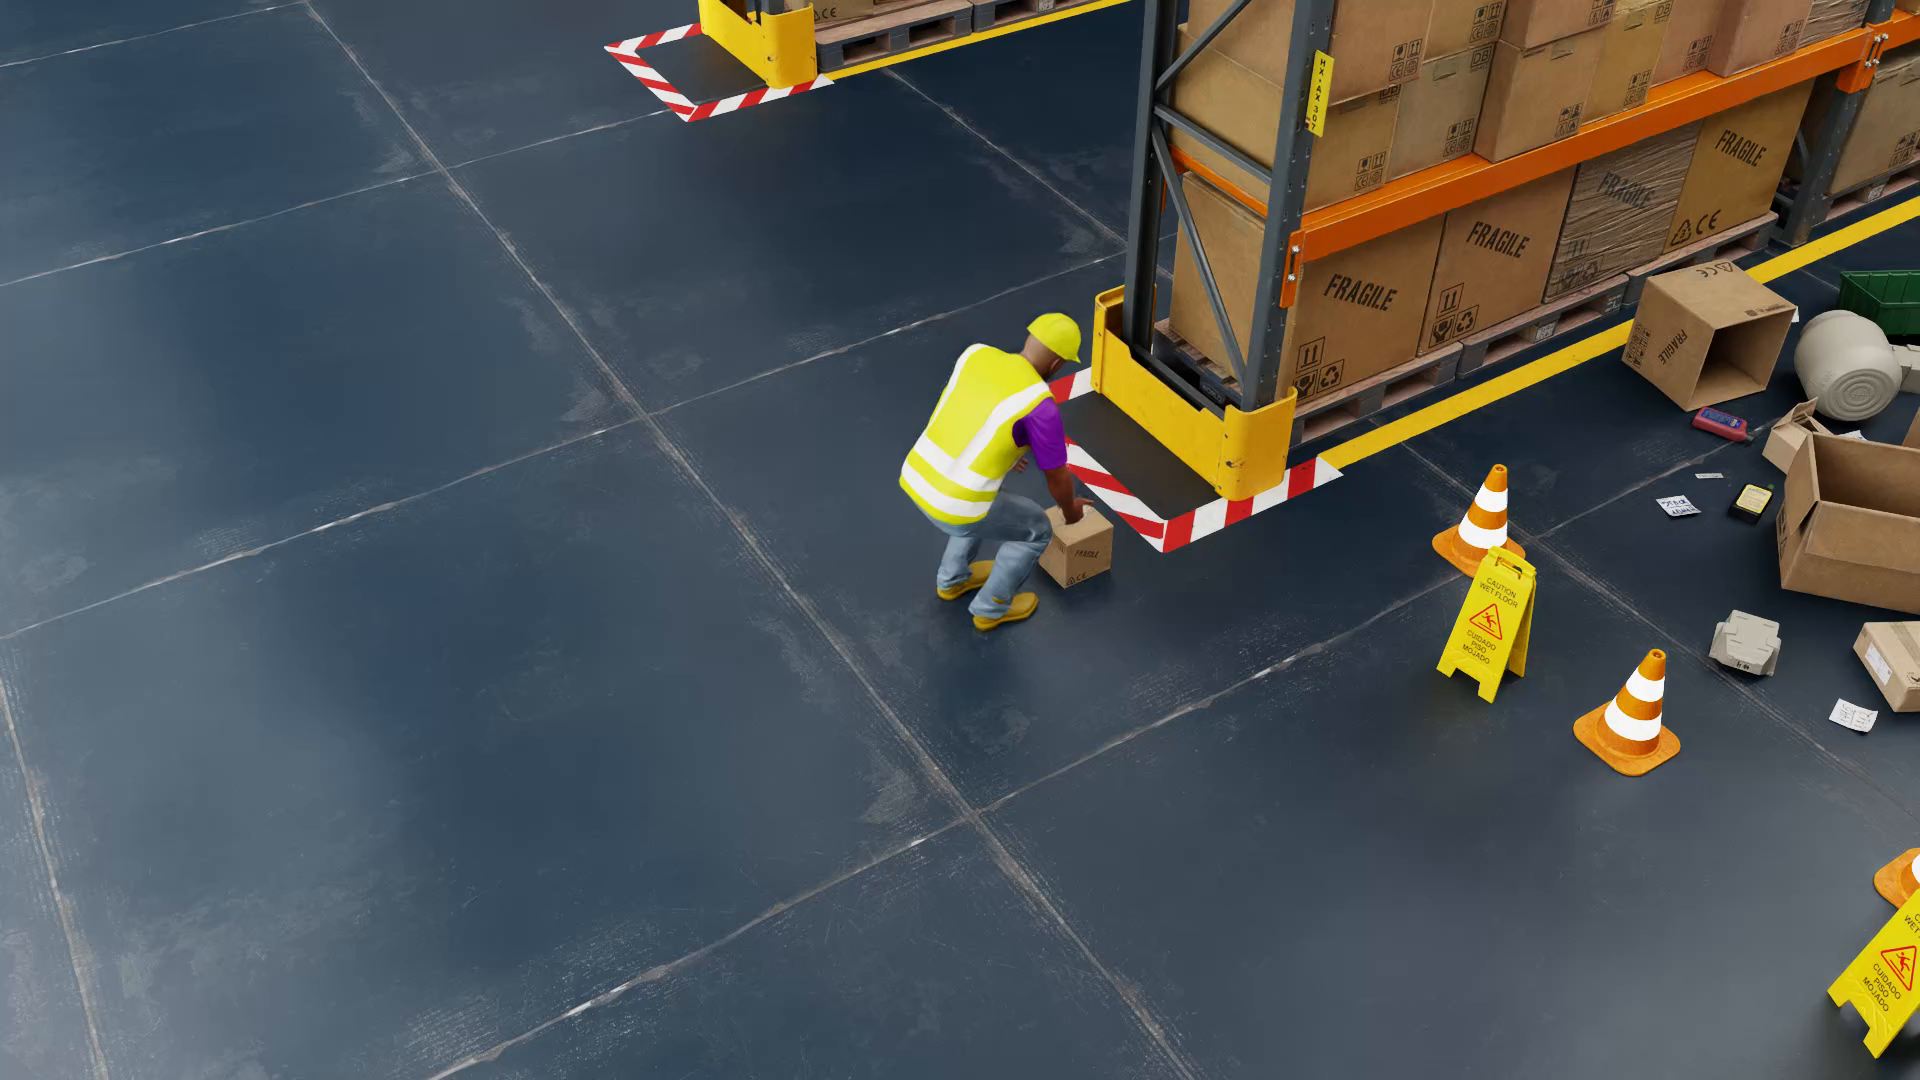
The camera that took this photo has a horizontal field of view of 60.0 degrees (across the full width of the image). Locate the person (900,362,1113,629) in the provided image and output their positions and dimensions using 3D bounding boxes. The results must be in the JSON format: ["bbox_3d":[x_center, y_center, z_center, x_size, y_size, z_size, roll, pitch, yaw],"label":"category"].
[{"bbox_3d":[0.165,-0.190,6.925,0.884,1.039,0.594,-23,45,-24],"label":"person"}]
